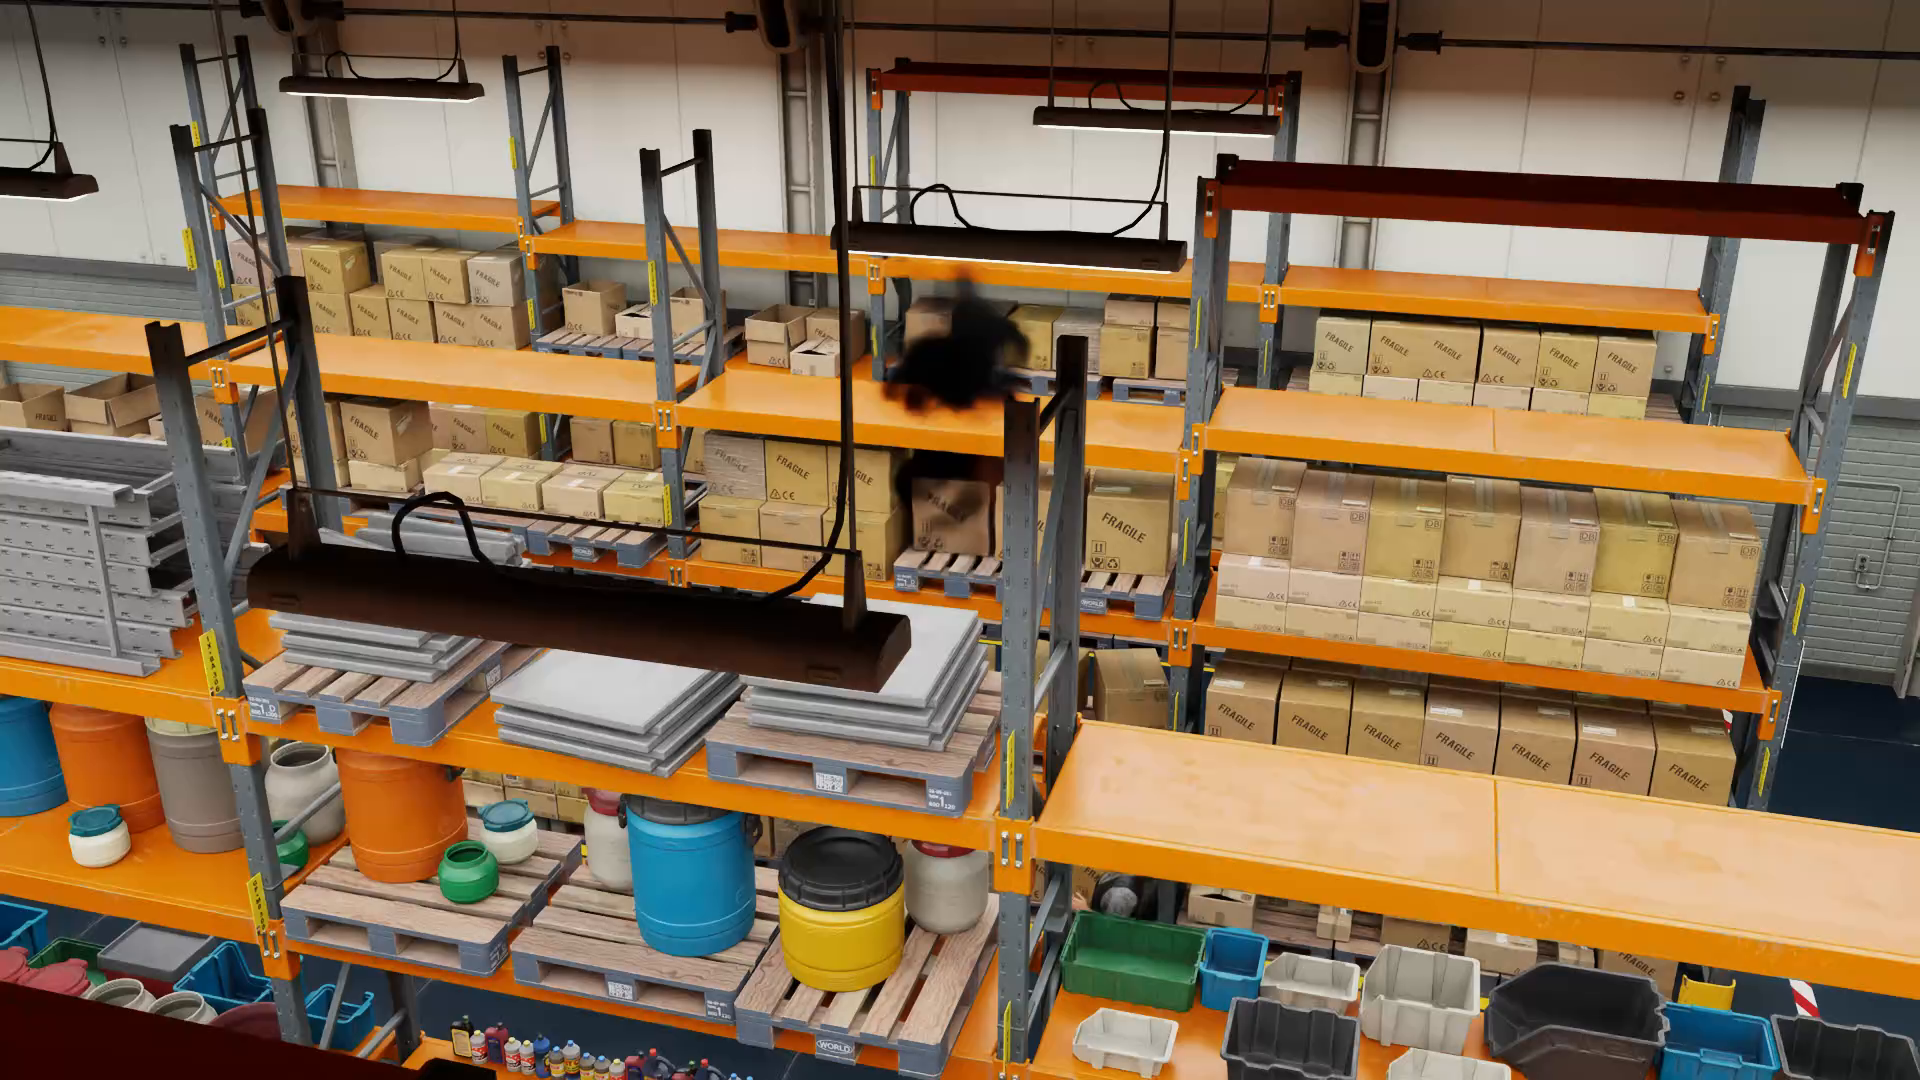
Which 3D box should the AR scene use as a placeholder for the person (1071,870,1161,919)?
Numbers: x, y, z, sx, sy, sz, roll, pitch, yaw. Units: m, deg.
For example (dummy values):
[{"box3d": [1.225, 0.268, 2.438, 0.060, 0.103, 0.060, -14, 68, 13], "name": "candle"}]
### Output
[{"box3d": [1.052, 2.739, 11.165, 0.796, 1.782, 0.636, 2, 23, 5], "name": "person"}]
